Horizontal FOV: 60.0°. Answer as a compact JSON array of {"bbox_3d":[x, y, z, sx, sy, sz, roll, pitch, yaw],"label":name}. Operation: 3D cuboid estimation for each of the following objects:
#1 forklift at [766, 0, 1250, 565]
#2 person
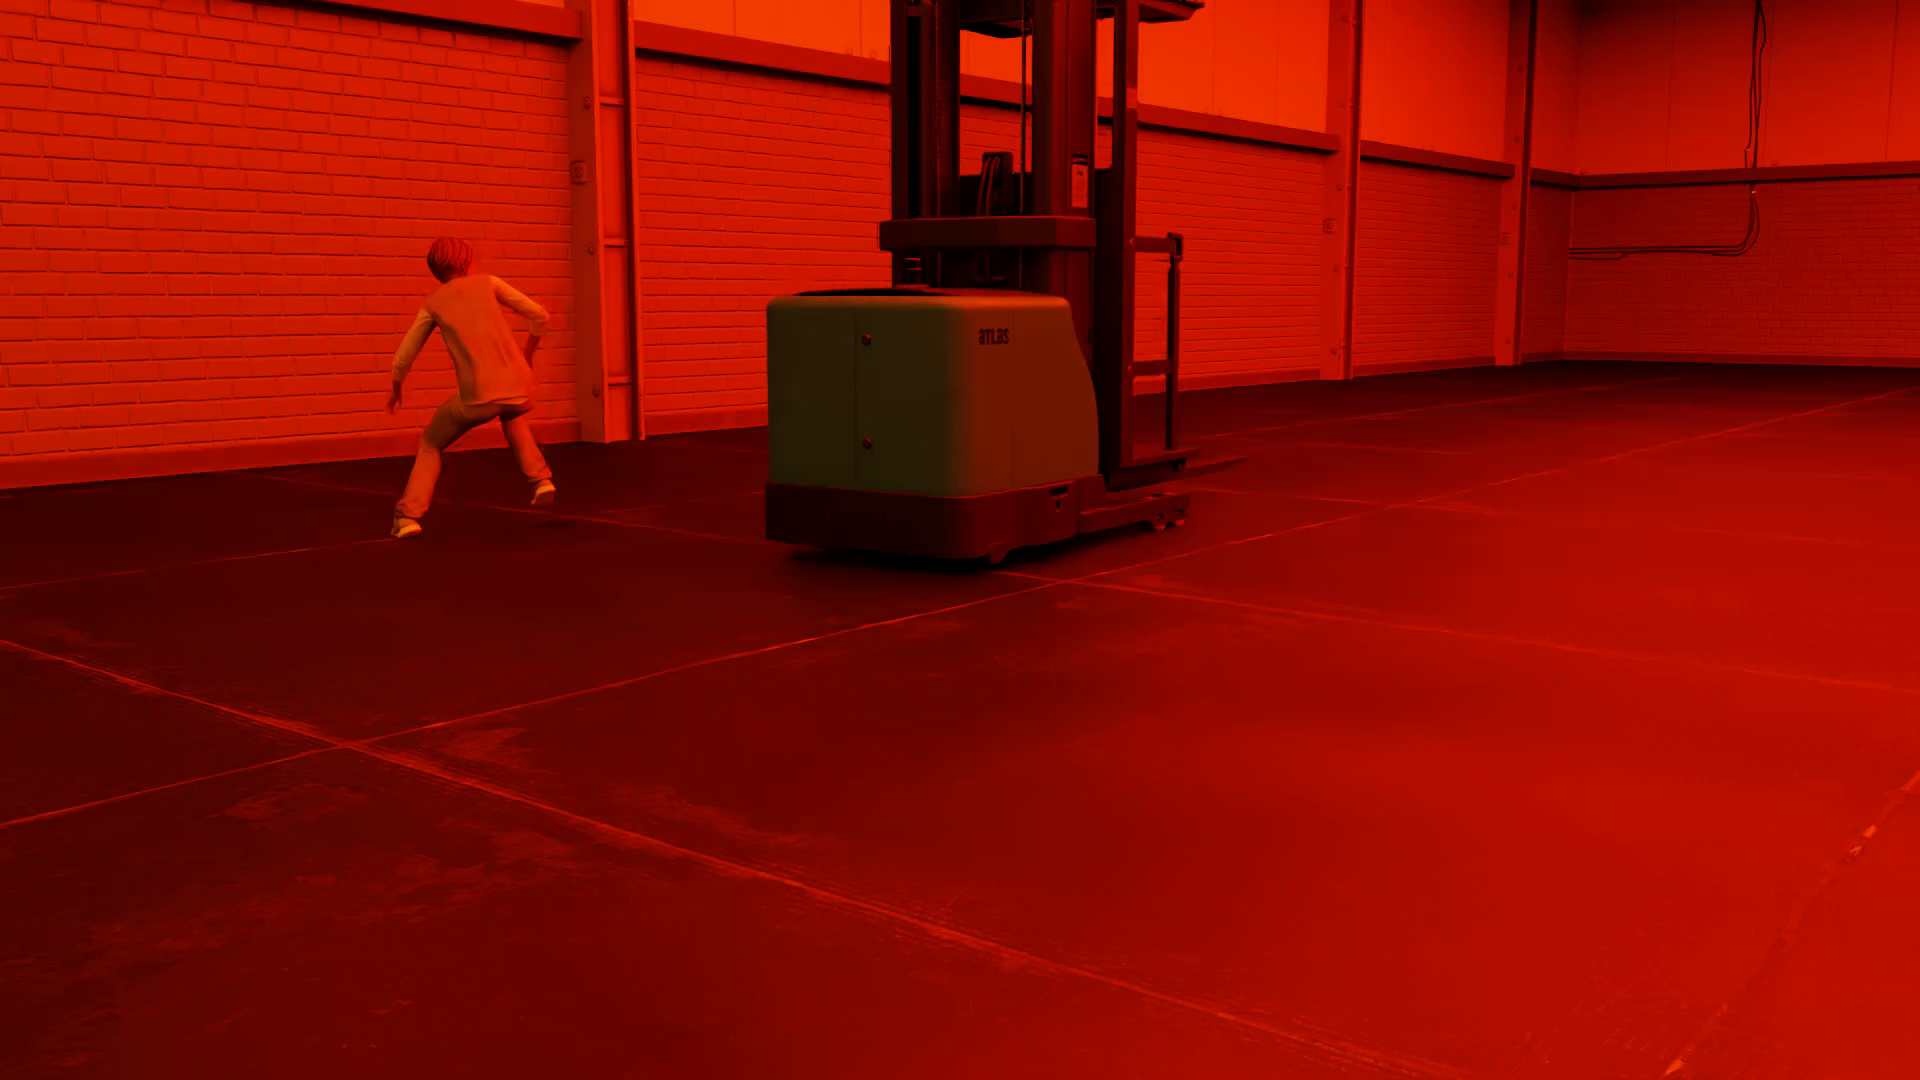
[{"bbox_3d":[0.433,-1.524,7.694,1.130,2.935,3.031,6,10,34],"label":"forklift"},{"bbox_3d":[-2.263,-0.693,7.649,0.771,1.389,0.635,-4,9,-26],"label":"person"}]
